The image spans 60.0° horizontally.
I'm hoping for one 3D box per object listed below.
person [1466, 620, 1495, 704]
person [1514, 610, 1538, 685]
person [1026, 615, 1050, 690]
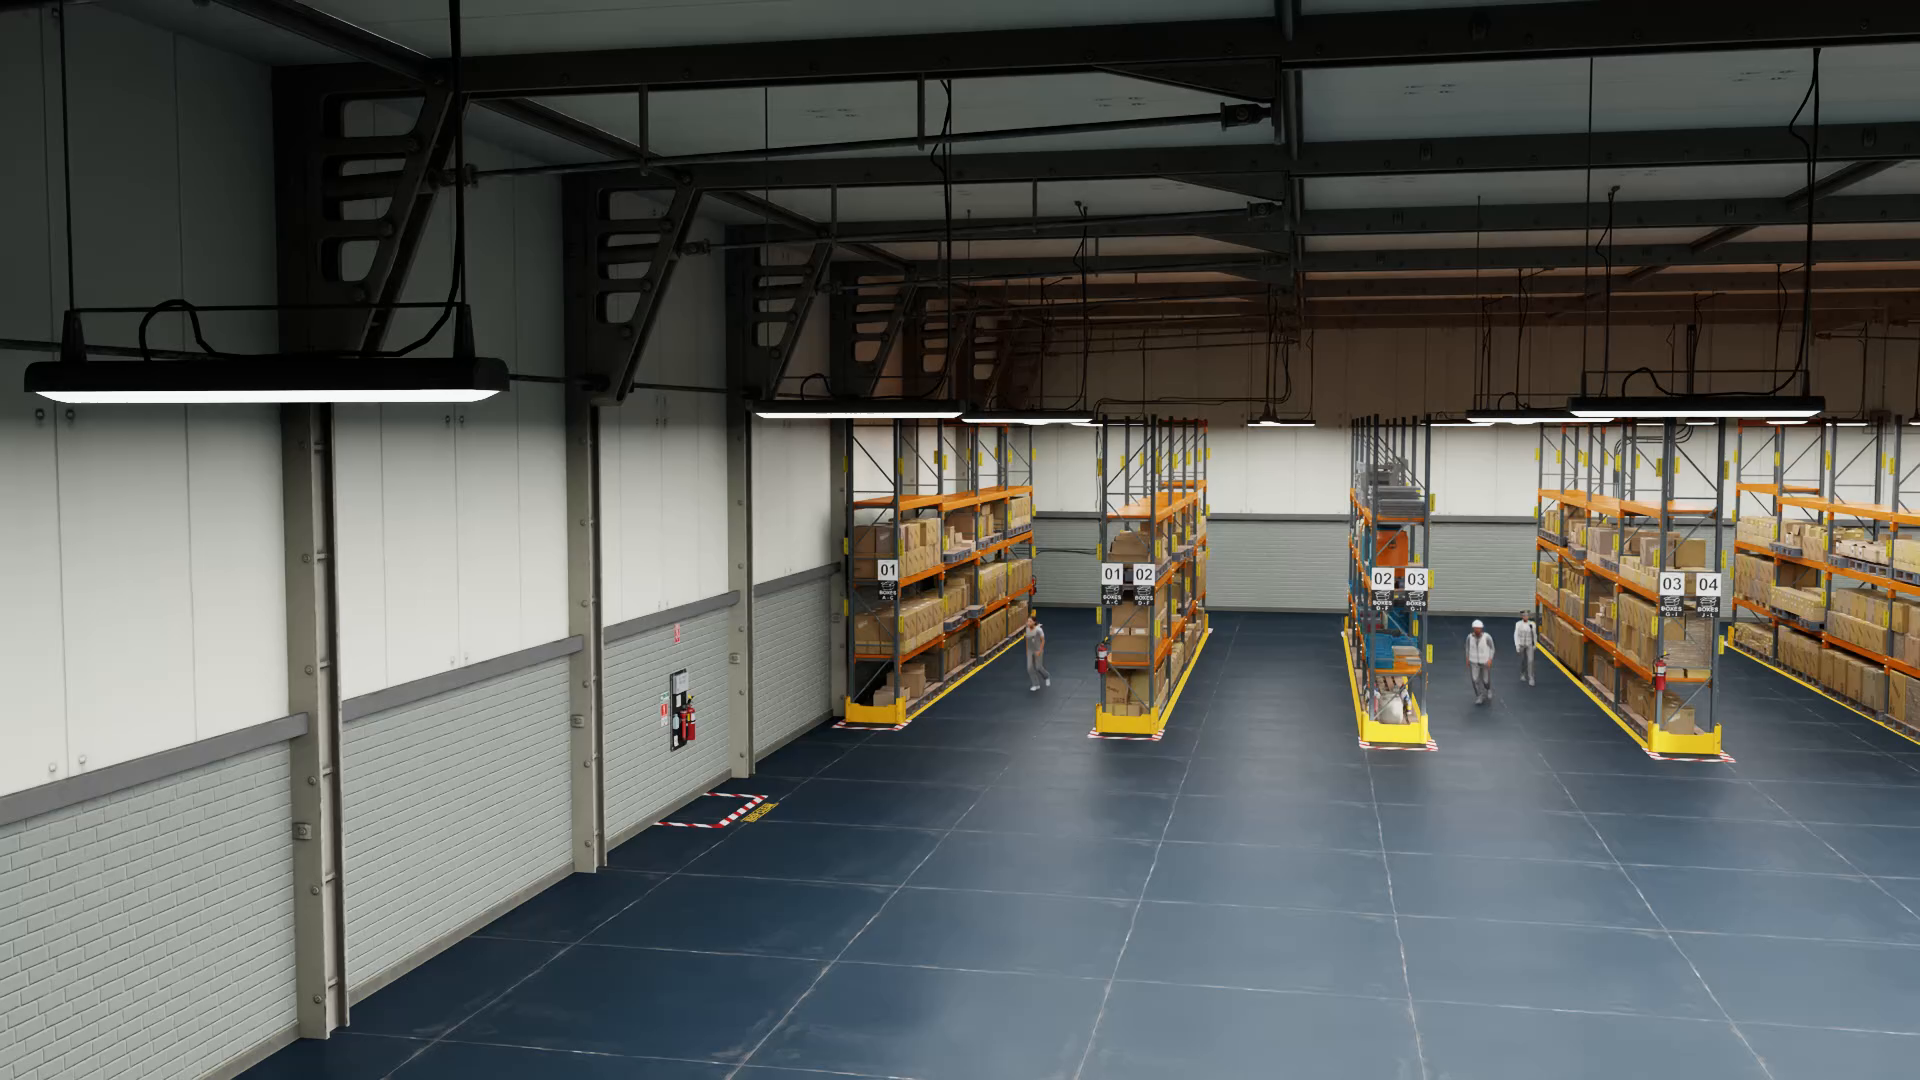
[{"bbox_3d":[10.927,2.533,34.888,0.598,1.747,0.700,2,4,29],"label":"person"},{"bbox_3d":[12.741,2.384,37.470,0.500,1.637,0.881,1,4,21],"label":"person"},{"bbox_3d":[1.716,2.466,36.678,0.498,1.645,0.647,3,5,34],"label":"person"}]
